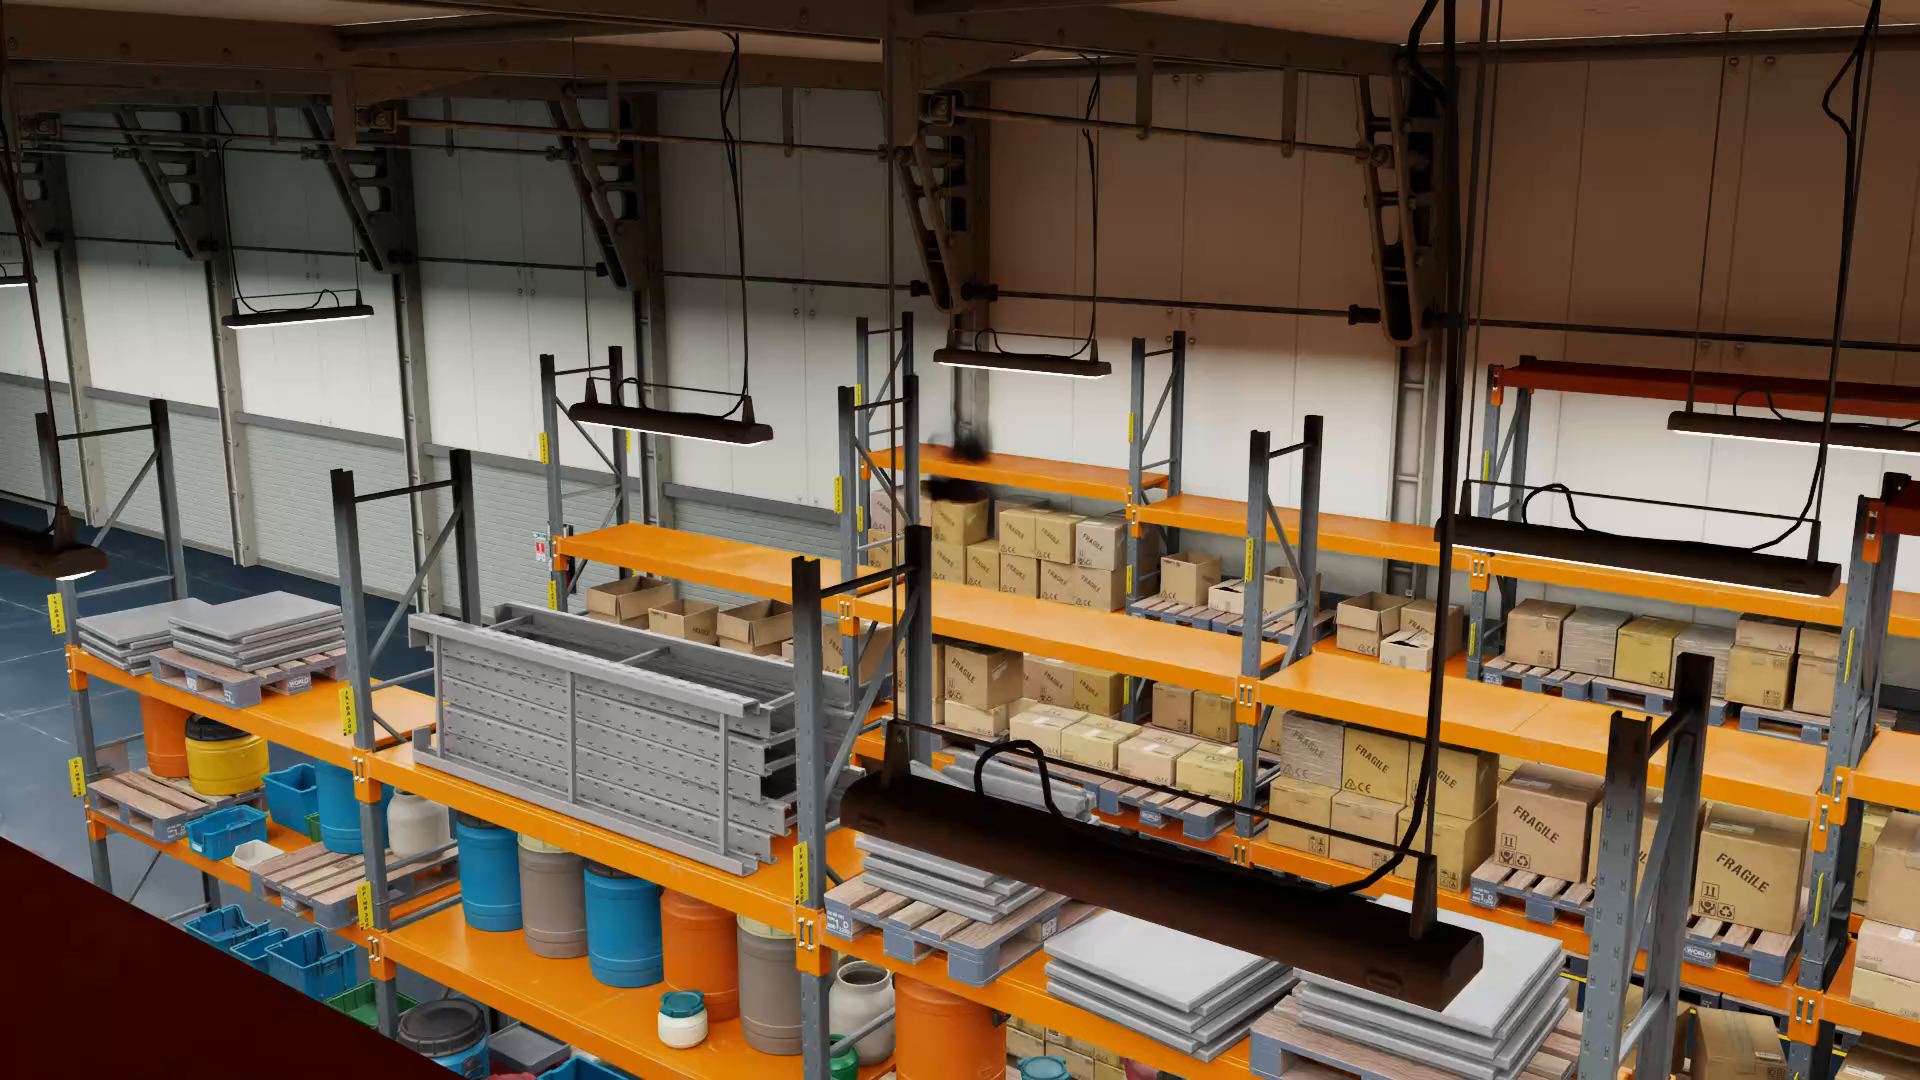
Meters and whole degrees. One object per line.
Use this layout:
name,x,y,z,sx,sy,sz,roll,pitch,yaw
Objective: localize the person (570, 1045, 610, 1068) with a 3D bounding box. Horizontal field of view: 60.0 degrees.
person,-2.966,4.175,13.459,0.651,1.756,0.668,11,17,40
